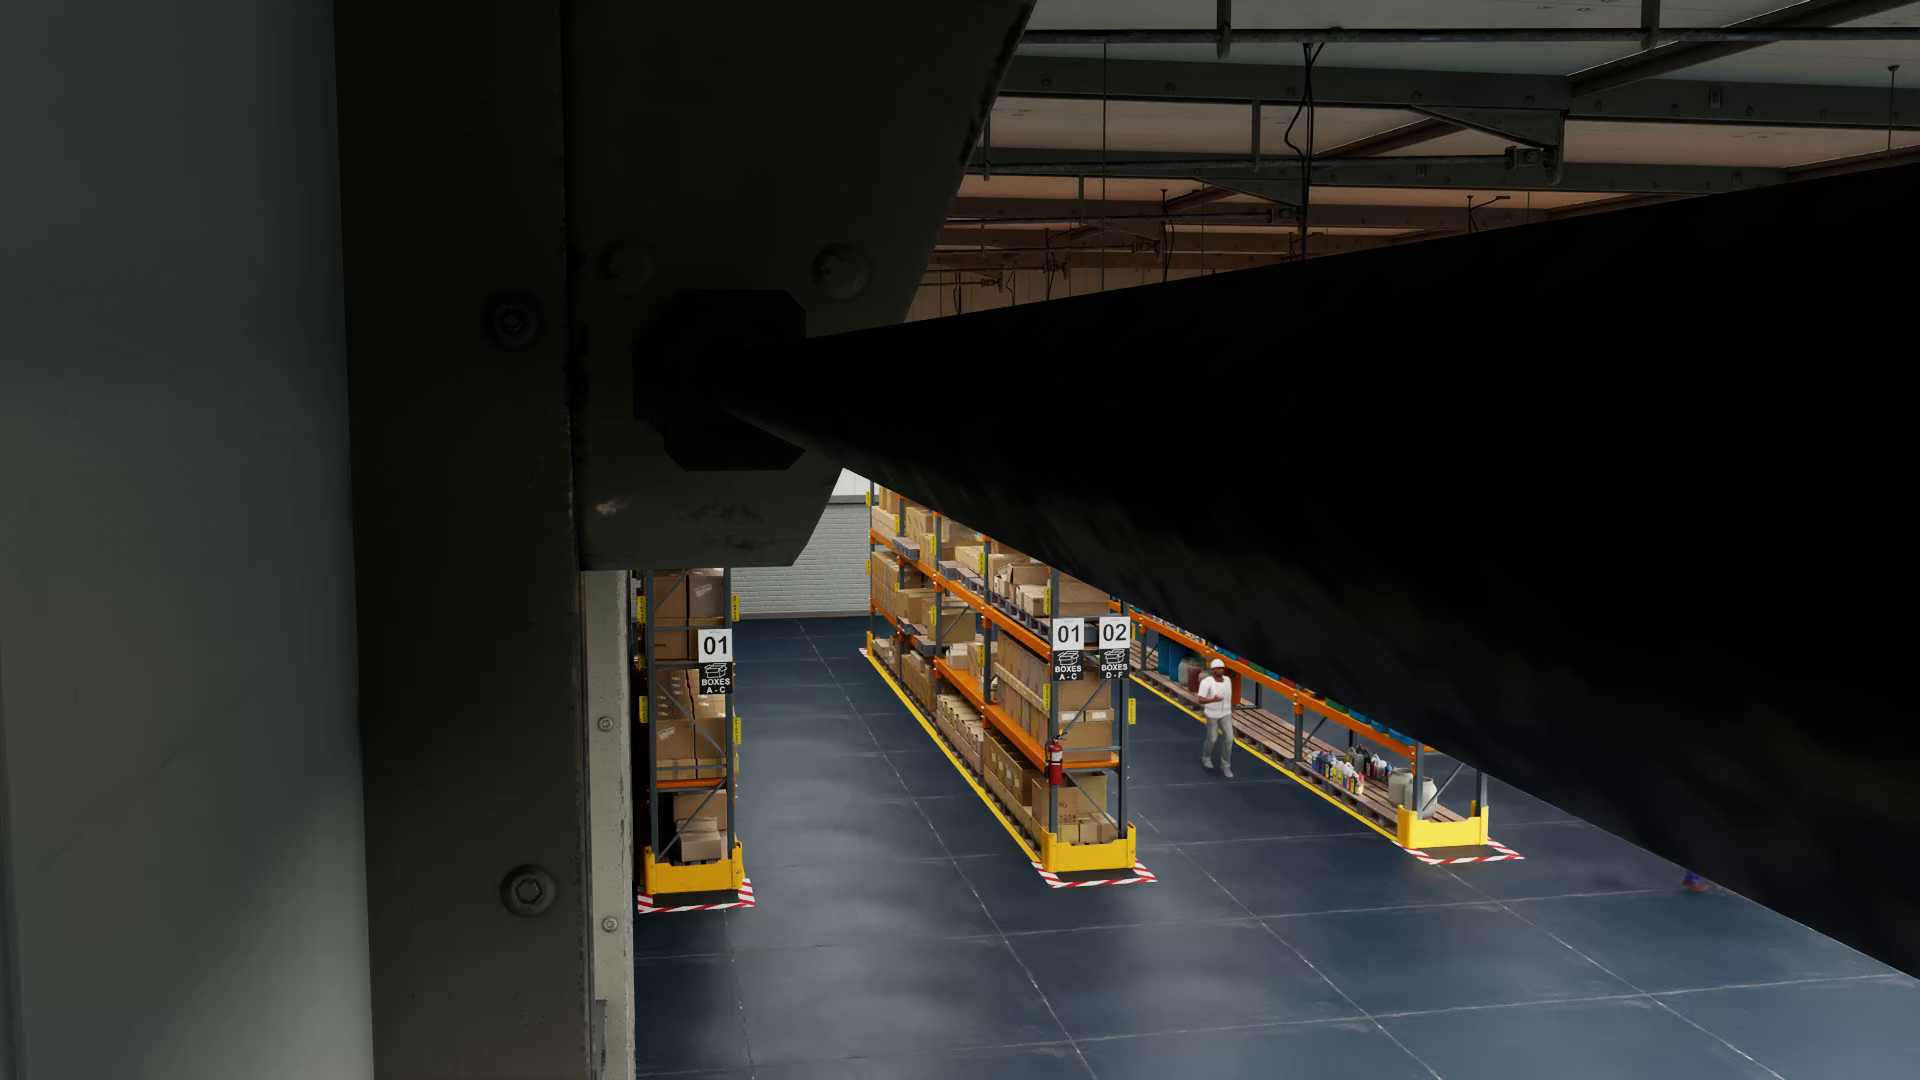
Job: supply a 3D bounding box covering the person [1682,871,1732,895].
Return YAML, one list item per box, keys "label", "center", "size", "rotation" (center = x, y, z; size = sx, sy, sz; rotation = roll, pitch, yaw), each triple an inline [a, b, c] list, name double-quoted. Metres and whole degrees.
- label: "person"
  center: [9.103, 3.455, 19.907]
  size: [0.793, 1.672, 0.571]
  rotation: [2, 6, 20]

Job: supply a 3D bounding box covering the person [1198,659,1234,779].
- label: "person"
  center: [3.999, 2.752, 25.823]
  size: [0.677, 1.823, 0.738]
  rotation: [-2, 6, -16]
